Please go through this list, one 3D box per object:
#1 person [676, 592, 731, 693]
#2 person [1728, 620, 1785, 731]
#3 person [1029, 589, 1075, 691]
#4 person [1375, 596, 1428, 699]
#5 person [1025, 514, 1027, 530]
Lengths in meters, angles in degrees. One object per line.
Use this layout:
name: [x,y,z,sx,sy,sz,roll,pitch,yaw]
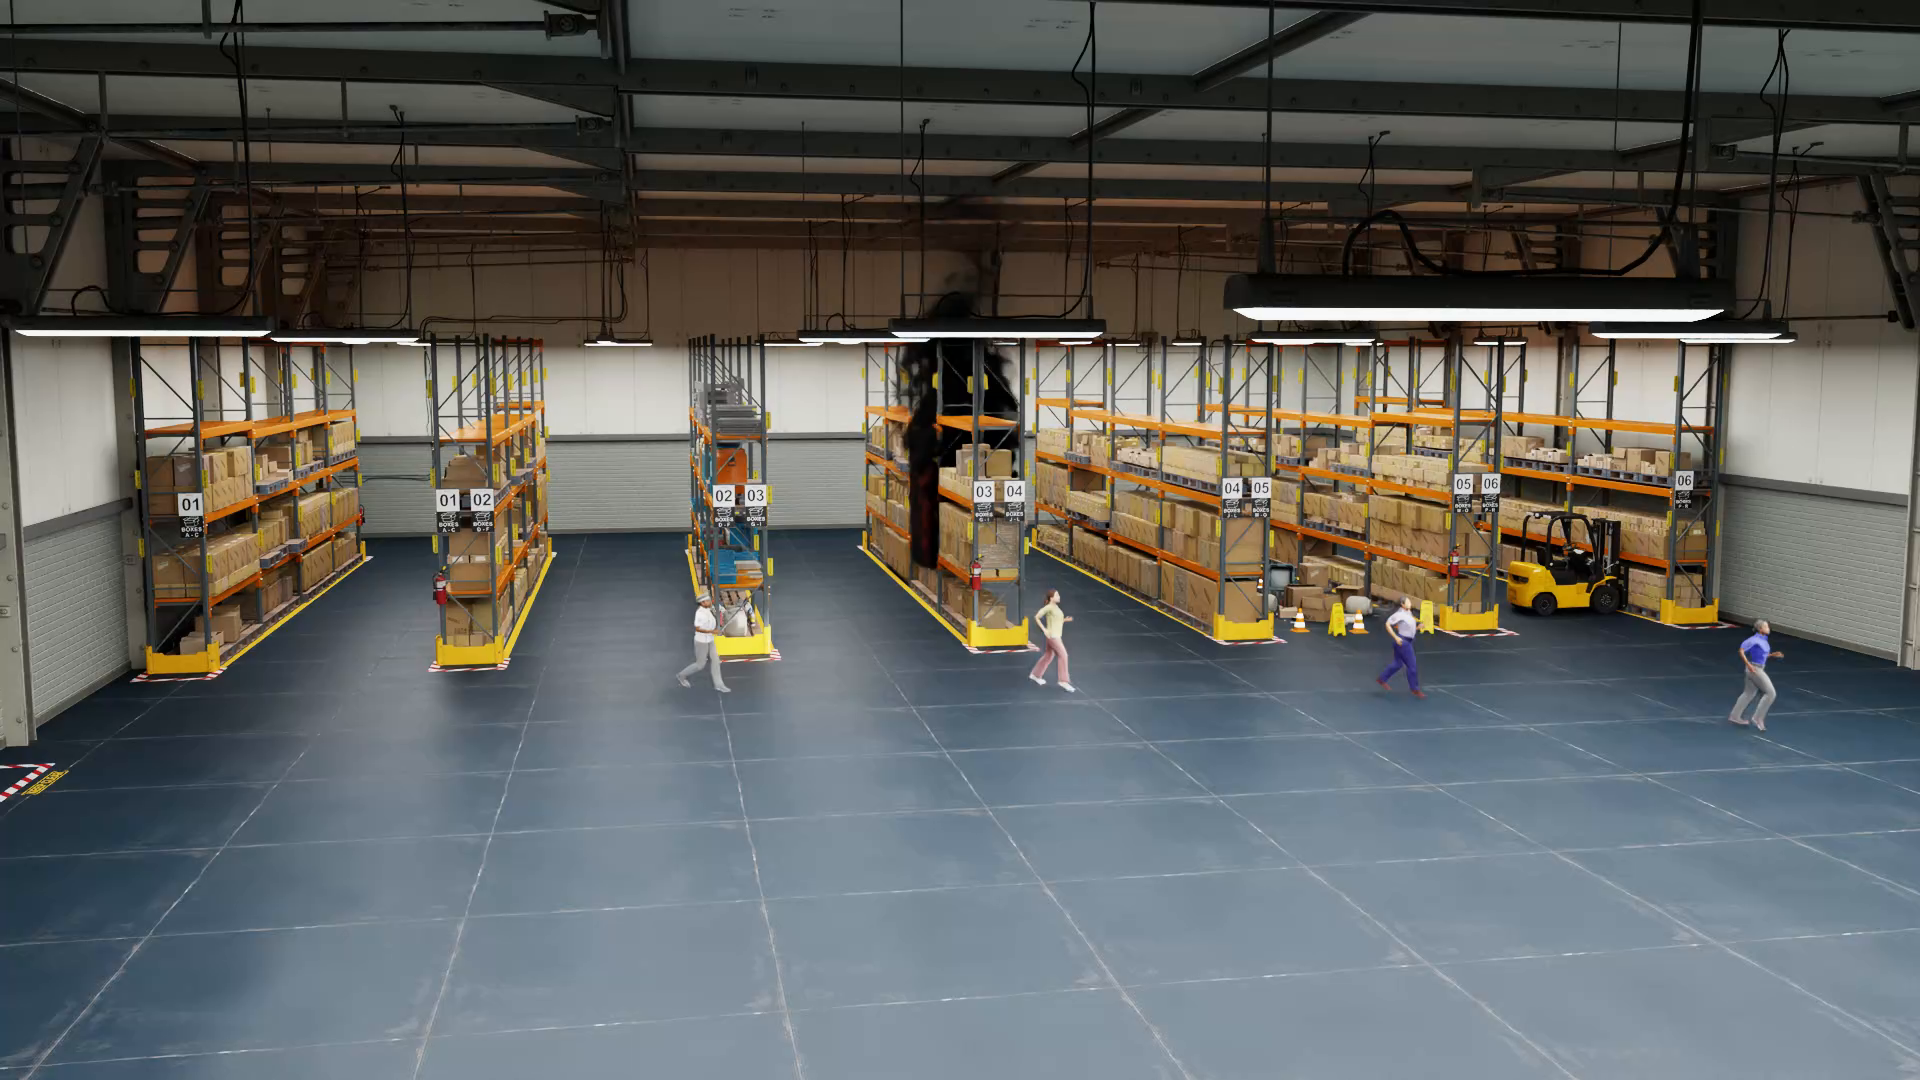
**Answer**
person: [-4.281,1.707,27.720,0.933,1.693,0.587,1,7,13]
person: [12.068,2.046,25.186,0.725,1.708,0.546,3,7,27]
person: [1.557,1.673,28.051,0.830,1.715,0.552,2,7,16]
person: [7.317,1.749,27.483,0.895,1.671,0.594,3,7,25]
person: [1.541,-0.239,45.076,0.565,1.646,0.721,-1,7,-6]
